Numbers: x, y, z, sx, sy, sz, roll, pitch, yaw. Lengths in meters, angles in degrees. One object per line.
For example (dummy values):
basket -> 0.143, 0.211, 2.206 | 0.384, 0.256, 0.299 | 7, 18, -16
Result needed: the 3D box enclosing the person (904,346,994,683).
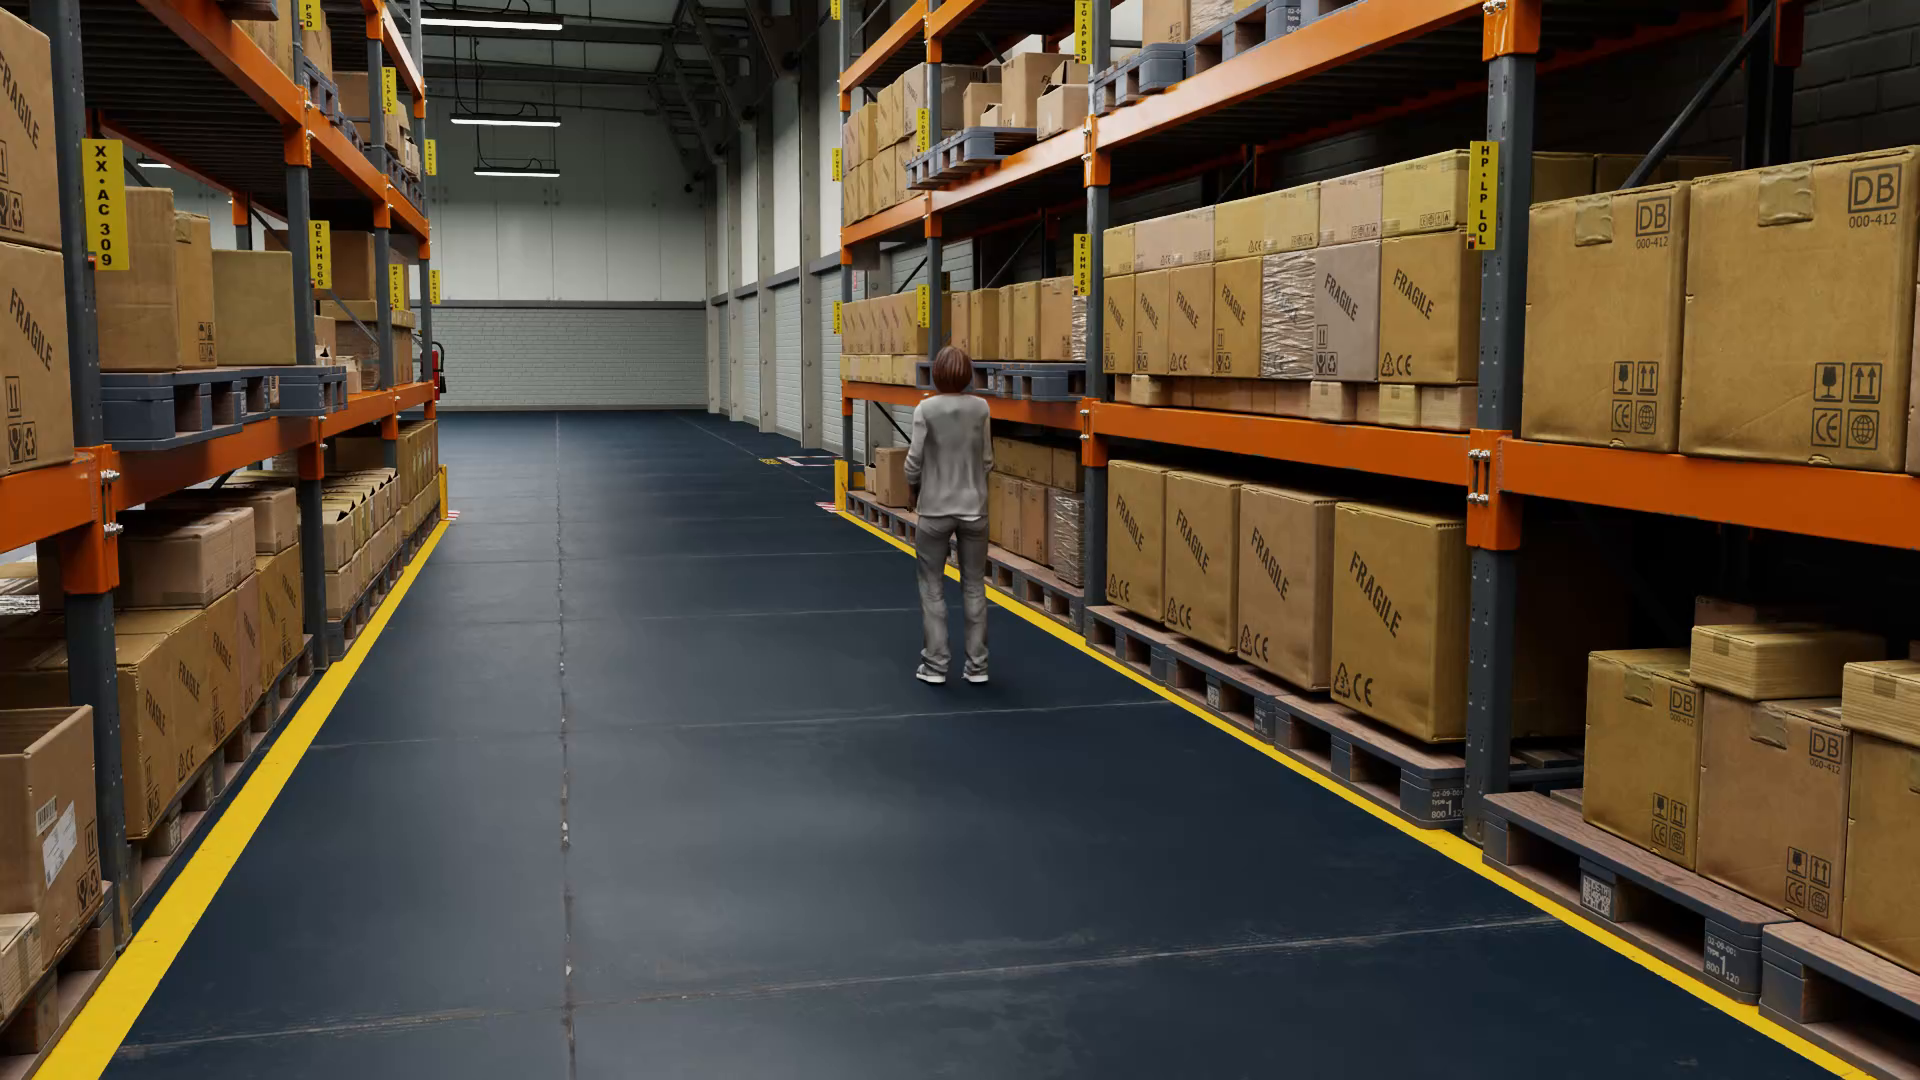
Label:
person -> -0.057, -0.122, 7.936 | 0.435, 1.600, 0.478 | -2, 7, -14
